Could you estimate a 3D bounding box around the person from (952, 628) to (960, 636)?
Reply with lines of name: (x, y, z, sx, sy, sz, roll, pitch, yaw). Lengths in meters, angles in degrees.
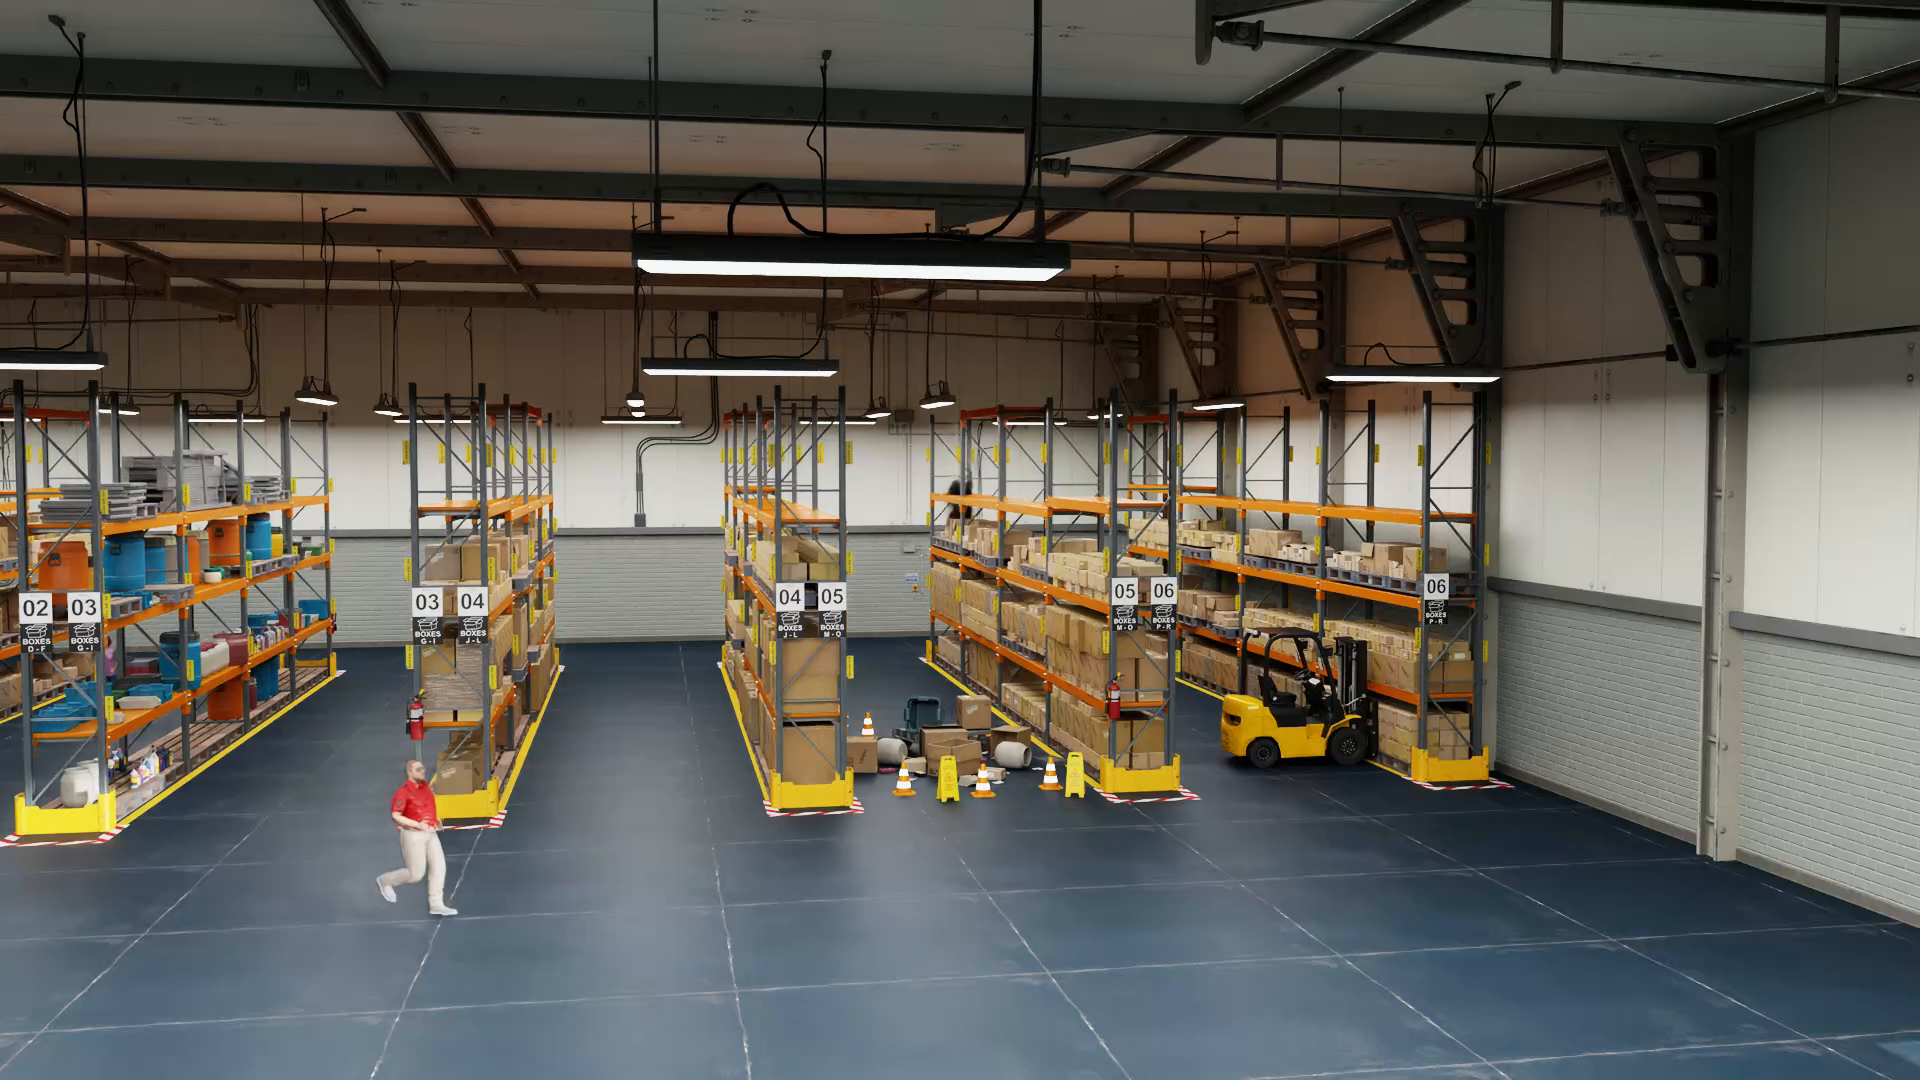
person: (0.051, 2.086, 41.872, 0.590, 1.621, 0.657, 1, 3, 22)

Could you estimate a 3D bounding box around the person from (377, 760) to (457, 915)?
person: (-5.906, 3.238, 18.151, 0.917, 1.692, 0.678, 1, 3, 18)

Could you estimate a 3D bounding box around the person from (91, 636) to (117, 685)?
person: (-16.430, 2.605, 31.996, 0.535, 1.548, 0.567, -1, 3, -18)
